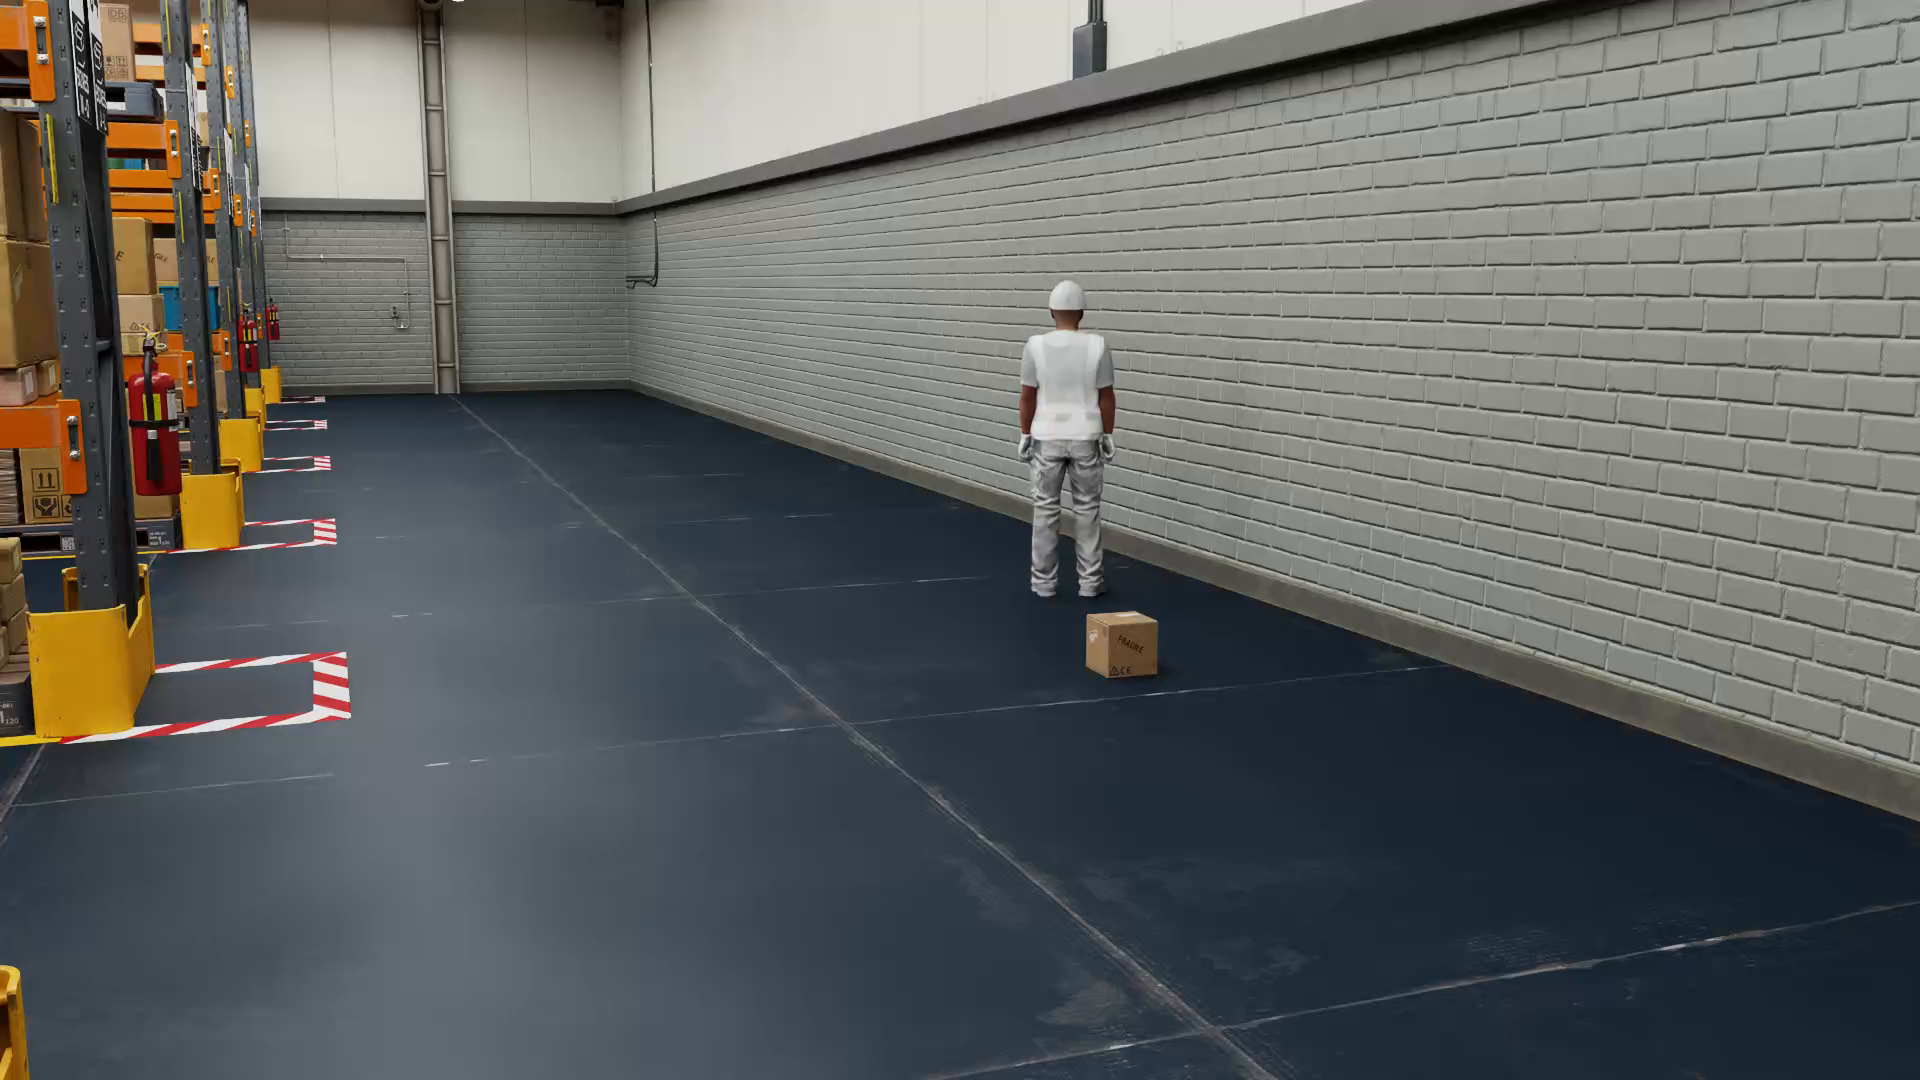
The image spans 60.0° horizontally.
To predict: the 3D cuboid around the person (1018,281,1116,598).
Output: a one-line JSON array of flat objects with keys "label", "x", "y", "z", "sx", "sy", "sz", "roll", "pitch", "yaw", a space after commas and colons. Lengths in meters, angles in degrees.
[{"label": "person", "x": 0.606, "y": -0.568, "z": 9.447, "sx": 0.552, "sy": 1.789, "sz": 0.386, "roll": 0, "pitch": 9, "yaw": 2}]
